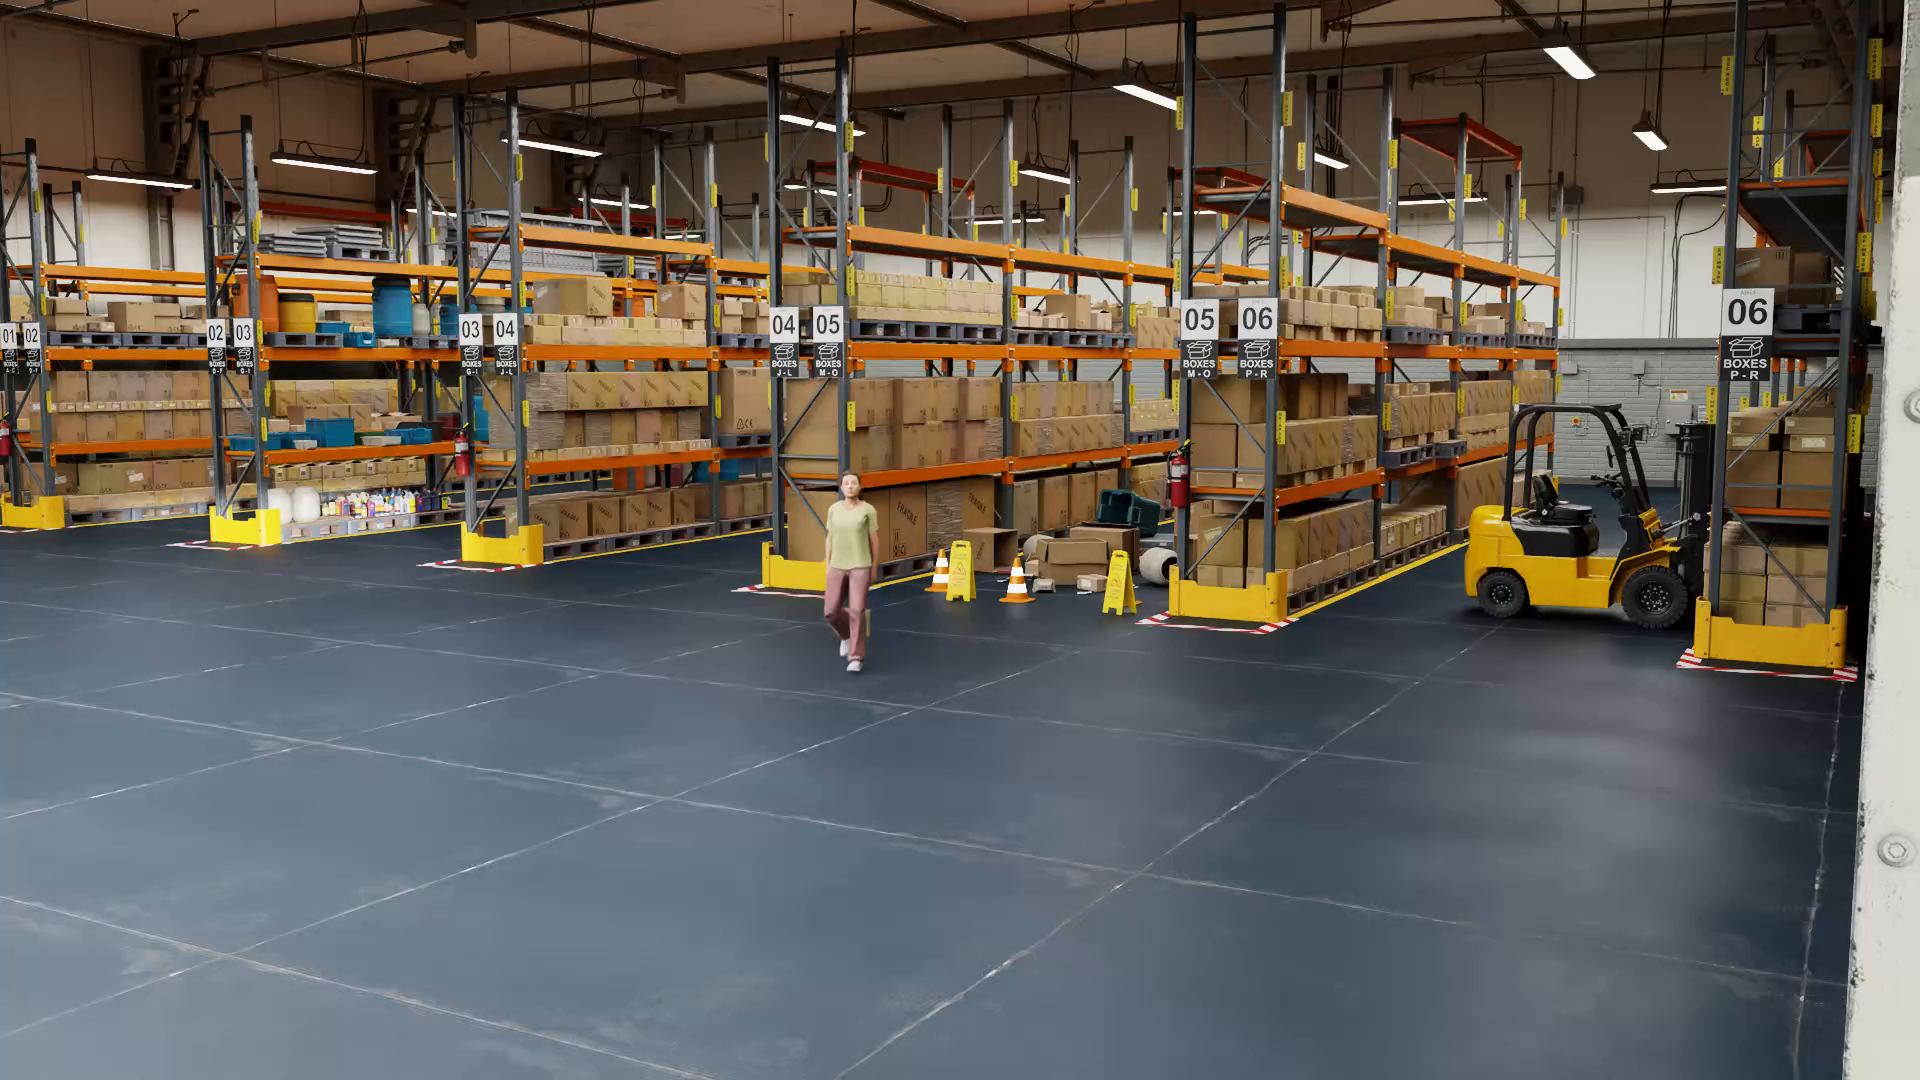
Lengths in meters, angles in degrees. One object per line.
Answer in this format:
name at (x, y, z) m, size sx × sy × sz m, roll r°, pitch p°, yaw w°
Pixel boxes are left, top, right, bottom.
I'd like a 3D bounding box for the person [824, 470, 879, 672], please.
person at (-0.897, 0.241, 13.870) m, size 0.445 × 1.658 × 0.594 m, roll 1°, pitch 6°, yaw 9°
